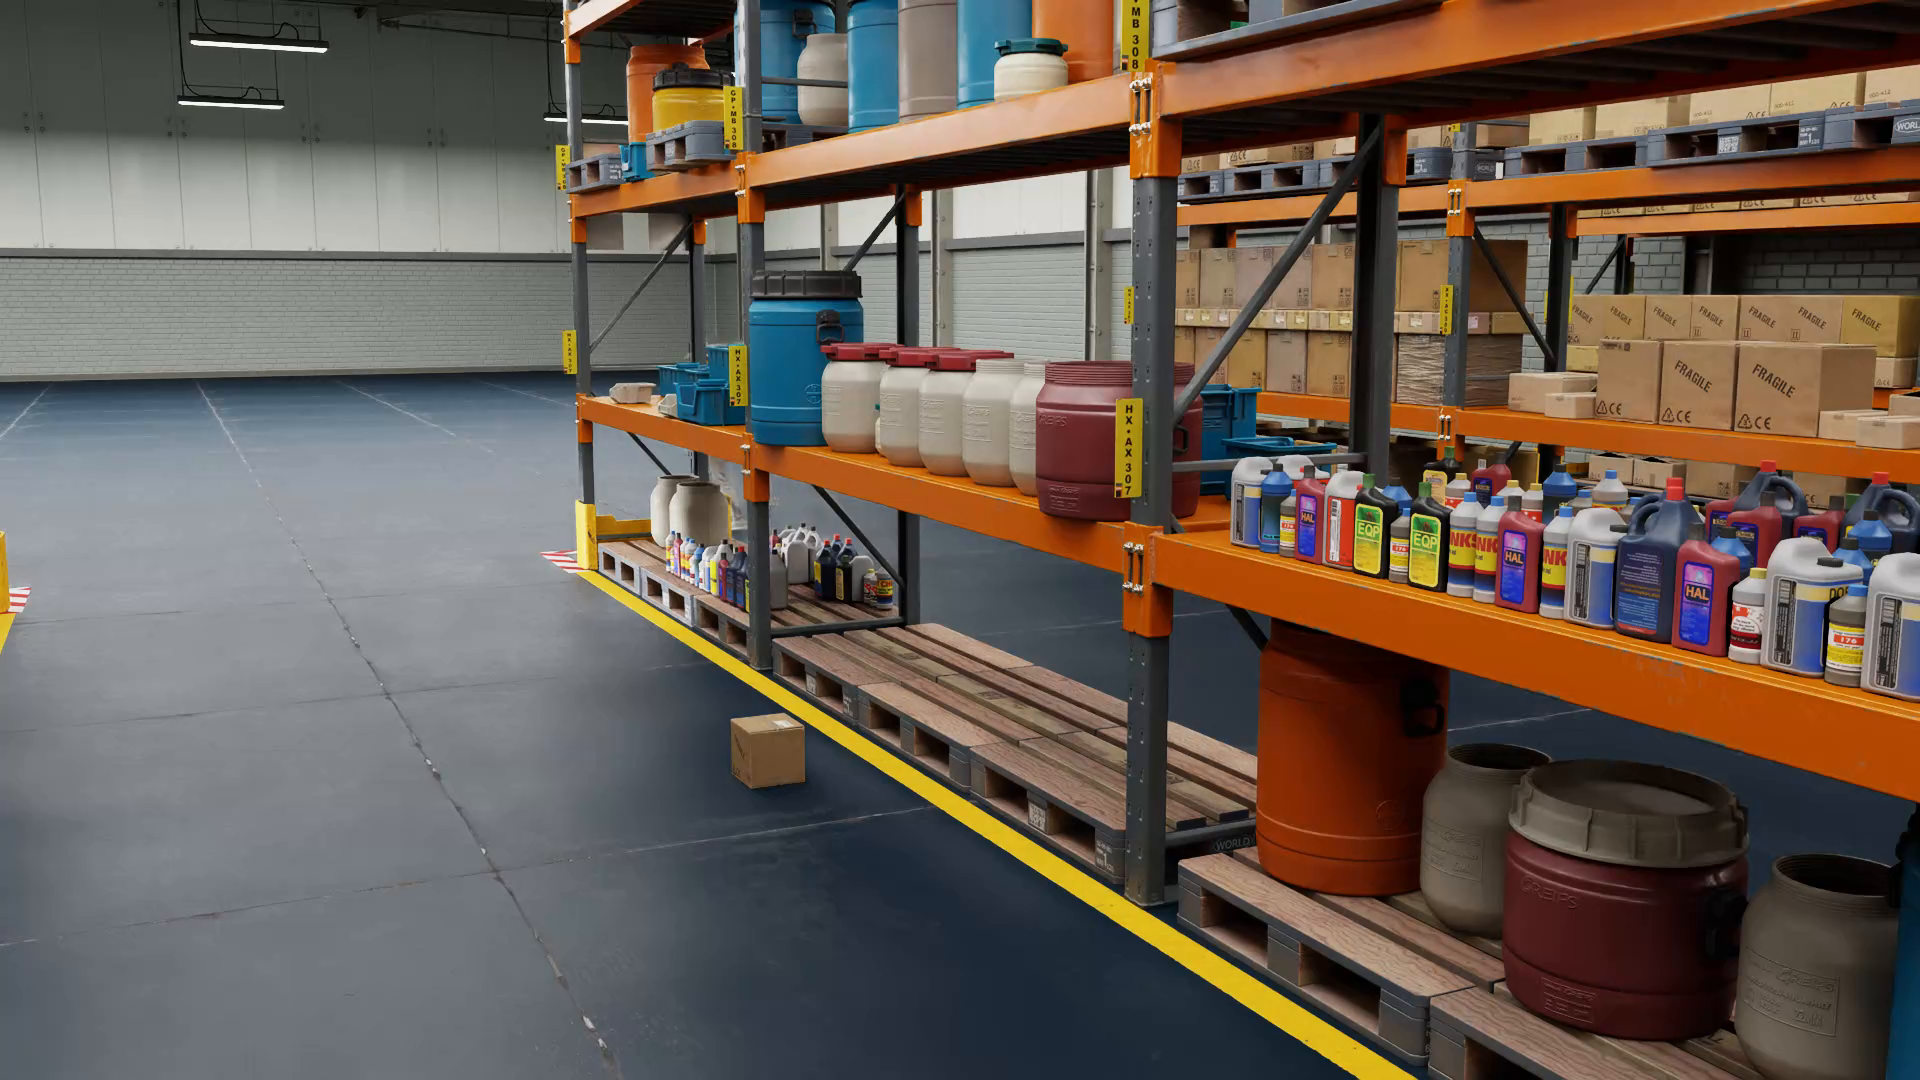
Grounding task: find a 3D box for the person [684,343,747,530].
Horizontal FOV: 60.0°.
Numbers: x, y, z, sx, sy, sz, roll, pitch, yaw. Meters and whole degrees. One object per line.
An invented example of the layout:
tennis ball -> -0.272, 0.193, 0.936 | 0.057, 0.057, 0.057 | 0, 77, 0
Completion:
person -> -2.245, -0.875, 14.346 | 0.764, 1.646, 0.529 | 0, 9, 3
